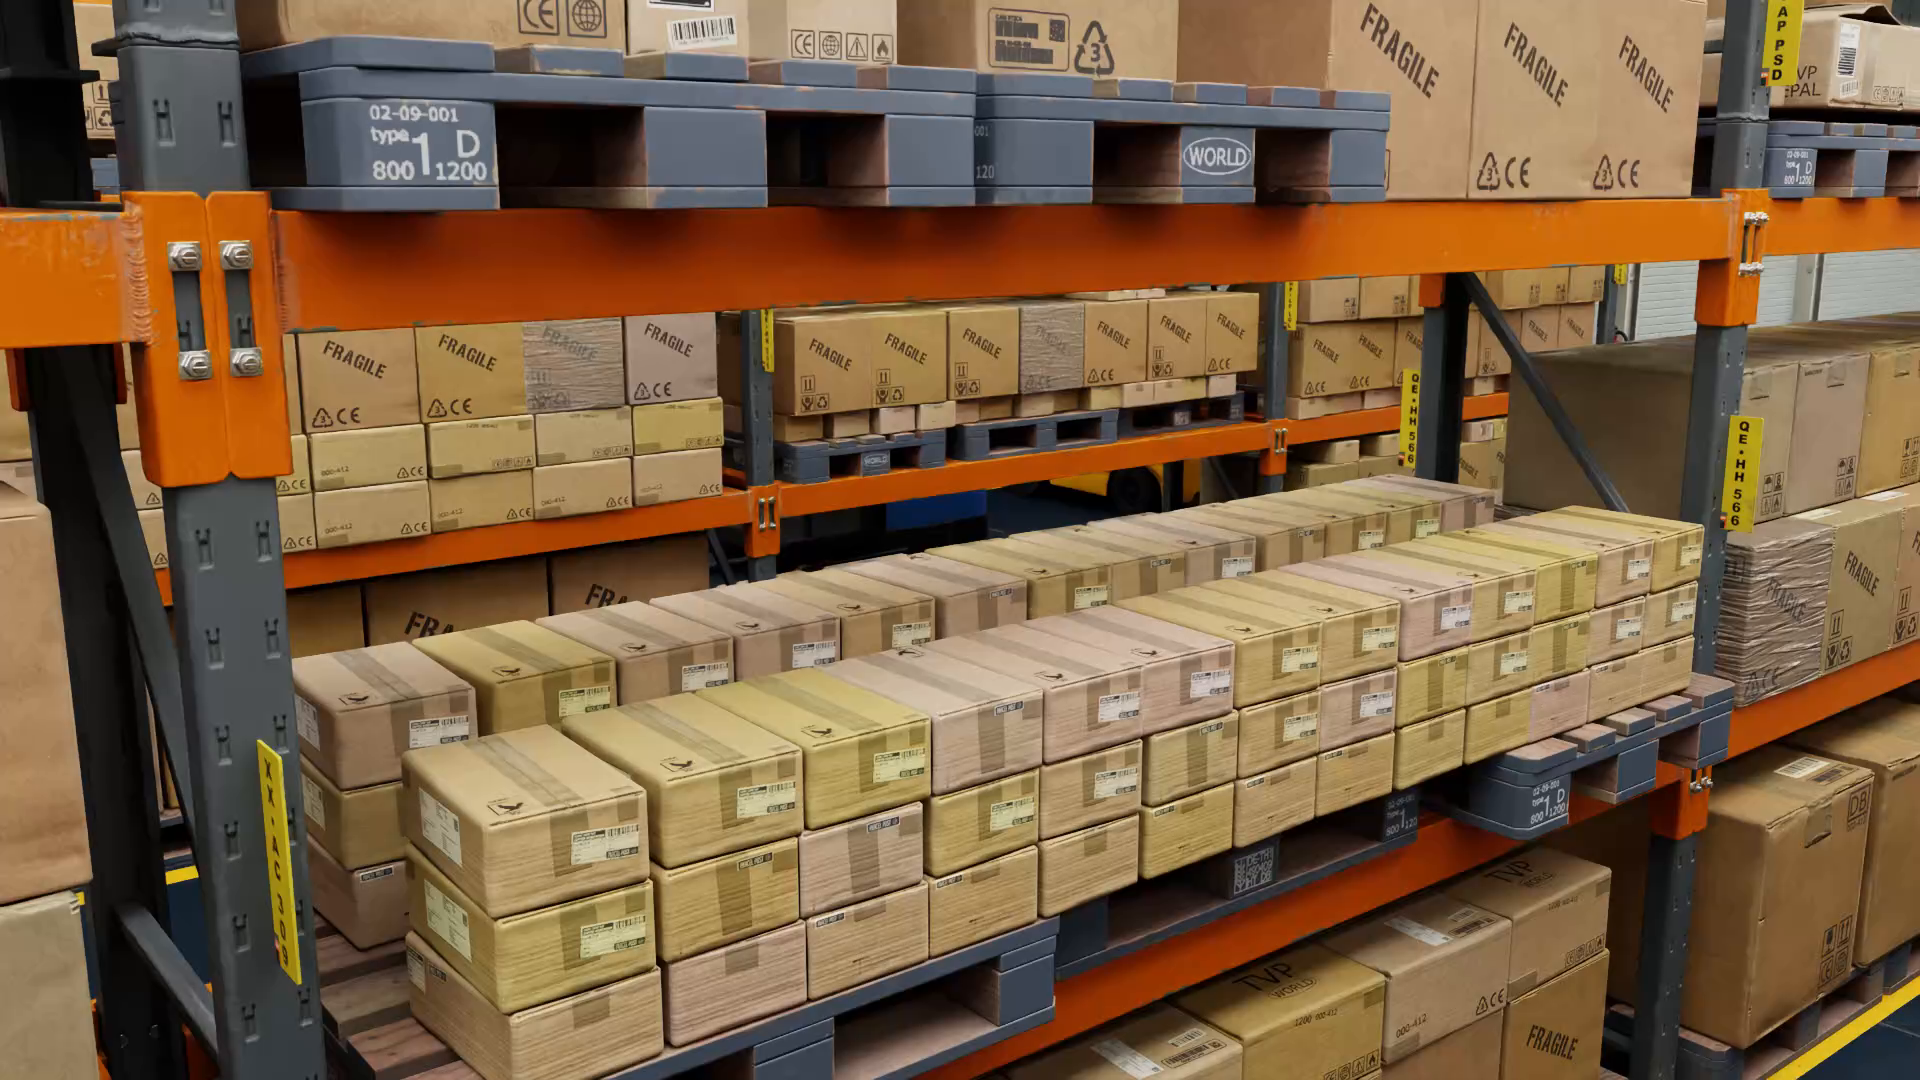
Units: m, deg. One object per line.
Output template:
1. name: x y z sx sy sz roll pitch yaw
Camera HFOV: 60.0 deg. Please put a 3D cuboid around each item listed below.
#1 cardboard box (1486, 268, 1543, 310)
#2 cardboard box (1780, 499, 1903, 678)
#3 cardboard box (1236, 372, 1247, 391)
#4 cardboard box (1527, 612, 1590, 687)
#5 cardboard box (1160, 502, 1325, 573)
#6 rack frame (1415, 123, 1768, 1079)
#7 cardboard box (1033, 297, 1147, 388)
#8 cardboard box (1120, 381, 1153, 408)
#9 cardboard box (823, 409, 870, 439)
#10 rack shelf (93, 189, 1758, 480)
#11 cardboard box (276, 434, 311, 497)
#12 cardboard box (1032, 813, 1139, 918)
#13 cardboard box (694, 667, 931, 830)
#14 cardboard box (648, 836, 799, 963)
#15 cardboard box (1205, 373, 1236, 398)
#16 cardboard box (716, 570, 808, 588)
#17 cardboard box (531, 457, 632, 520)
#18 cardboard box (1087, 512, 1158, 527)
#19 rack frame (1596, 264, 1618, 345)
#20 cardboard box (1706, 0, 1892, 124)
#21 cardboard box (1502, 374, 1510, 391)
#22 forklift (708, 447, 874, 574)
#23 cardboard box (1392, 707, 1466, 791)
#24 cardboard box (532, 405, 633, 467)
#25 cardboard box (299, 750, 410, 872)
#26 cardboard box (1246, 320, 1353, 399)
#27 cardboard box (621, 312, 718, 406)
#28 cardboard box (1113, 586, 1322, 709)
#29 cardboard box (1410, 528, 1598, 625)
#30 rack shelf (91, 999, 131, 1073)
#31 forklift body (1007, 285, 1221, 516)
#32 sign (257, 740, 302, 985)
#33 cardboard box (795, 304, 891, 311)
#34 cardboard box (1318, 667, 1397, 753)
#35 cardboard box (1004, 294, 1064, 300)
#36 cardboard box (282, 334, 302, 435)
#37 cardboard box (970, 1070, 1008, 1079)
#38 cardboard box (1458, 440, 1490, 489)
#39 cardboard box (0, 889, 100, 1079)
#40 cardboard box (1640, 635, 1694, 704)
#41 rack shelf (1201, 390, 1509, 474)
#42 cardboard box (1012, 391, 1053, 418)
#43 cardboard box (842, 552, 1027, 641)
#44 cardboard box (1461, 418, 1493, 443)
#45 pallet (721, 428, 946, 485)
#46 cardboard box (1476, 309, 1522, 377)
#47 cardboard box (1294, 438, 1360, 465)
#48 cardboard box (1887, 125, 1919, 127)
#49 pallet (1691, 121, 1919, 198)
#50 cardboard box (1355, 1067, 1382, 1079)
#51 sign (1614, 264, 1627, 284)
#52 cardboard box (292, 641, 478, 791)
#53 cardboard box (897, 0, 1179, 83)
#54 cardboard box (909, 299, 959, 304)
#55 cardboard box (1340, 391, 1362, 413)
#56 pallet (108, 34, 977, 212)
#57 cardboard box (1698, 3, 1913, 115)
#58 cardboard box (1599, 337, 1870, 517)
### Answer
1. cardboard box: 3.931 -2.007 12.495 0.500 0.500 0.700 -10 15 -38
2. cardboard box: 2.766 0.125 5.576 0.500 0.500 0.500 -10 15 -38
3. cardboard box: 1.996 -1.346 11.789 0.500 0.500 0.500 -10 16 -39
4. cardboard box: 1.339 0.235 4.180 0.250 0.149 0.380 -9 15 -36
5. cardboard box: 0.760 0.011 4.517 0.250 0.149 0.380 -10 16 -40
6. rack frame: 1.852 0.255 5.205 0.127 3.000 1.000 -9 15 -38
7. cardboard box: 0.793 -1.226 10.211 0.500 0.500 0.500 -9 15 -36
8. cardboard box: 0.982 -0.920 10.335 0.250 0.149 0.380 -9 15 -37
9. cardboard box: -0.708 -0.660 9.110 0.250 0.149 0.380 -11 16 -41
10. rack shelf: 0.290 -0.601 3.746 4.000 0.370 1.077 -9 15 -38
11. cardboard box: -3.123 -0.331 7.125 0.500 0.250 0.500 -9 15 -37
12. cardboard box: 0.129 0.581 3.265 0.250 0.149 0.380 -10 16 -40
13. cardboard box: -0.261 0.354 2.900 0.250 0.149 0.380 -9 15 -37
14. cardboard box: -0.476 0.536 2.762 0.250 0.149 0.380 -10 15 -39
15. cardboard box: 1.575 -1.025 10.826 0.250 0.149 0.380 -9 15 -37
16. cardboard box: -0.872 0.474 9.491 0.625 0.372 0.950 -11 16 -41
17. cardboard box: -1.941 -0.285 8.108 0.500 0.250 0.500 -9 15 -37
18. cardboard box: 1.396 0.095 11.276 0.625 0.372 0.950 -9 15 -37
19. rack frame: 4.927 -1.573 13.813 0.127 3.000 1.000 -9 15 -38
20. cardboard box: 3.034 -1.786 6.105 0.500 0.500 0.500 -9 15 -38
21. cardboard box: 4.245 -1.247 12.887 0.250 0.149 0.380 -9 15 -37
22. forklift: -1.226 -1.215 12.295 3.031 2.935 1.121 -10 16 -40
23. cardboard box: 0.952 0.444 3.912 0.250 0.149 0.380 -10 16 -40
24. cardboard box: -1.937 -0.534 8.082 0.500 0.250 0.500 -10 16 -39
25. cardboard box: -1.084 0.463 3.106 0.250 0.149 0.380 -9 15 -36
26. cardboard box: 2.322 -1.260 11.383 0.500 0.500 0.500 -9 15 -38
27. cardboard box: -1.560 -0.963 8.294 0.500 0.500 0.500 -10 16 -39
28. cardboard box: 0.541 0.221 3.529 0.250 0.149 0.380 -9 15 -36
29. cardboard box: 1.353 0.086 4.164 0.250 0.149 0.380 -9 15 -36
30. rack shelf: -2.833 1.386 1.613 4.000 0.370 1.077 -9 15 -38
31. forklift body: 1.483 -1.420 15.138 1.214 2.155 2.313 -9 15 -38
32. sign: -0.927 0.438 2.261 0.005 0.325 0.100 -9 15 -38
33. cardboard box: -0.741 -1.107 9.654 0.500 0.500 0.500 -10 15 -39
34. cardboard box: 0.745 0.333 3.717 0.250 0.149 0.380 -9 15 -36
35. cardboard box: 0.473 -1.312 10.618 0.500 0.500 0.500 -10 15 -38
36. cardboard box: -3.147 -0.699 7.052 0.500 0.500 0.500 -10 16 -39
37. cardboard box: -0.115 1.302 3.476 0.500 0.250 0.500 -9 15 -36
38. cardboard box: 3.661 -0.521 12.664 0.500 0.500 0.500 -10 15 -39
39. cardboard box: -1.473 0.688 2.208 0.500 0.500 0.500 -9 15 -38
40. cardboard box: 1.754 0.311 4.535 0.250 0.149 0.380 -9 15 -37
41. rack shelf: 3.366 -0.961 12.666 4.000 0.370 1.077 -9 15 -38
42. cardboard box: 0.343 -0.831 9.914 0.250 0.149 0.380 -9 15 -36
43. cardboard box: -0.062 0.148 3.872 0.250 0.149 0.380 -10 16 -40
44. cardboard box: 3.815 -0.846 12.634 0.250 0.149 0.380 -9 15 -35
45. pallet: -0.830 -0.550 9.461 1.003 0.211 1.213 -9 15 -38
46. cardboard box: 3.889 -1.523 12.624 0.500 0.500 0.500 -10 15 -38
47. cardboard box: 2.568 -0.637 11.650 0.250 0.149 0.380 -9 15 -37
48. cardboard box: 3.718 -1.723 6.652 0.250 0.149 0.380 -9 15 -38
49. pallet: 2.321 -1.212 5.347 1.003 0.211 1.213 -9 15 -35
50. cardboard box: 0.691 1.538 4.169 0.500 0.500 0.500 -10 16 -40
51. sign: 5.258 -2.201 13.224 0.005 0.325 0.100 -9 15 -38
52. cardboard box: -1.080 0.317 3.076 0.250 0.149 0.380 -9 15 -35
53. cardboard box: 0.017 -1.128 3.238 0.637 0.503 0.797 -10 15 -38
54. cardboard box: -0.218 -1.510 9.987 0.250 0.149 0.380 -10 16 -40
55. cardboard box: 2.604 -1.000 11.722 0.250 0.149 0.380 -10 15 -38
56. pallet: -0.723 -0.664 2.765 1.003 0.211 1.213 -9 15 -38
57. cardboard box: 2.554 -1.481 5.123 0.500 0.311 0.500 -9 15 -38
58. cardboard box: 2.603 -0.405 5.668 0.500 0.500 0.700 -10 15 -38
